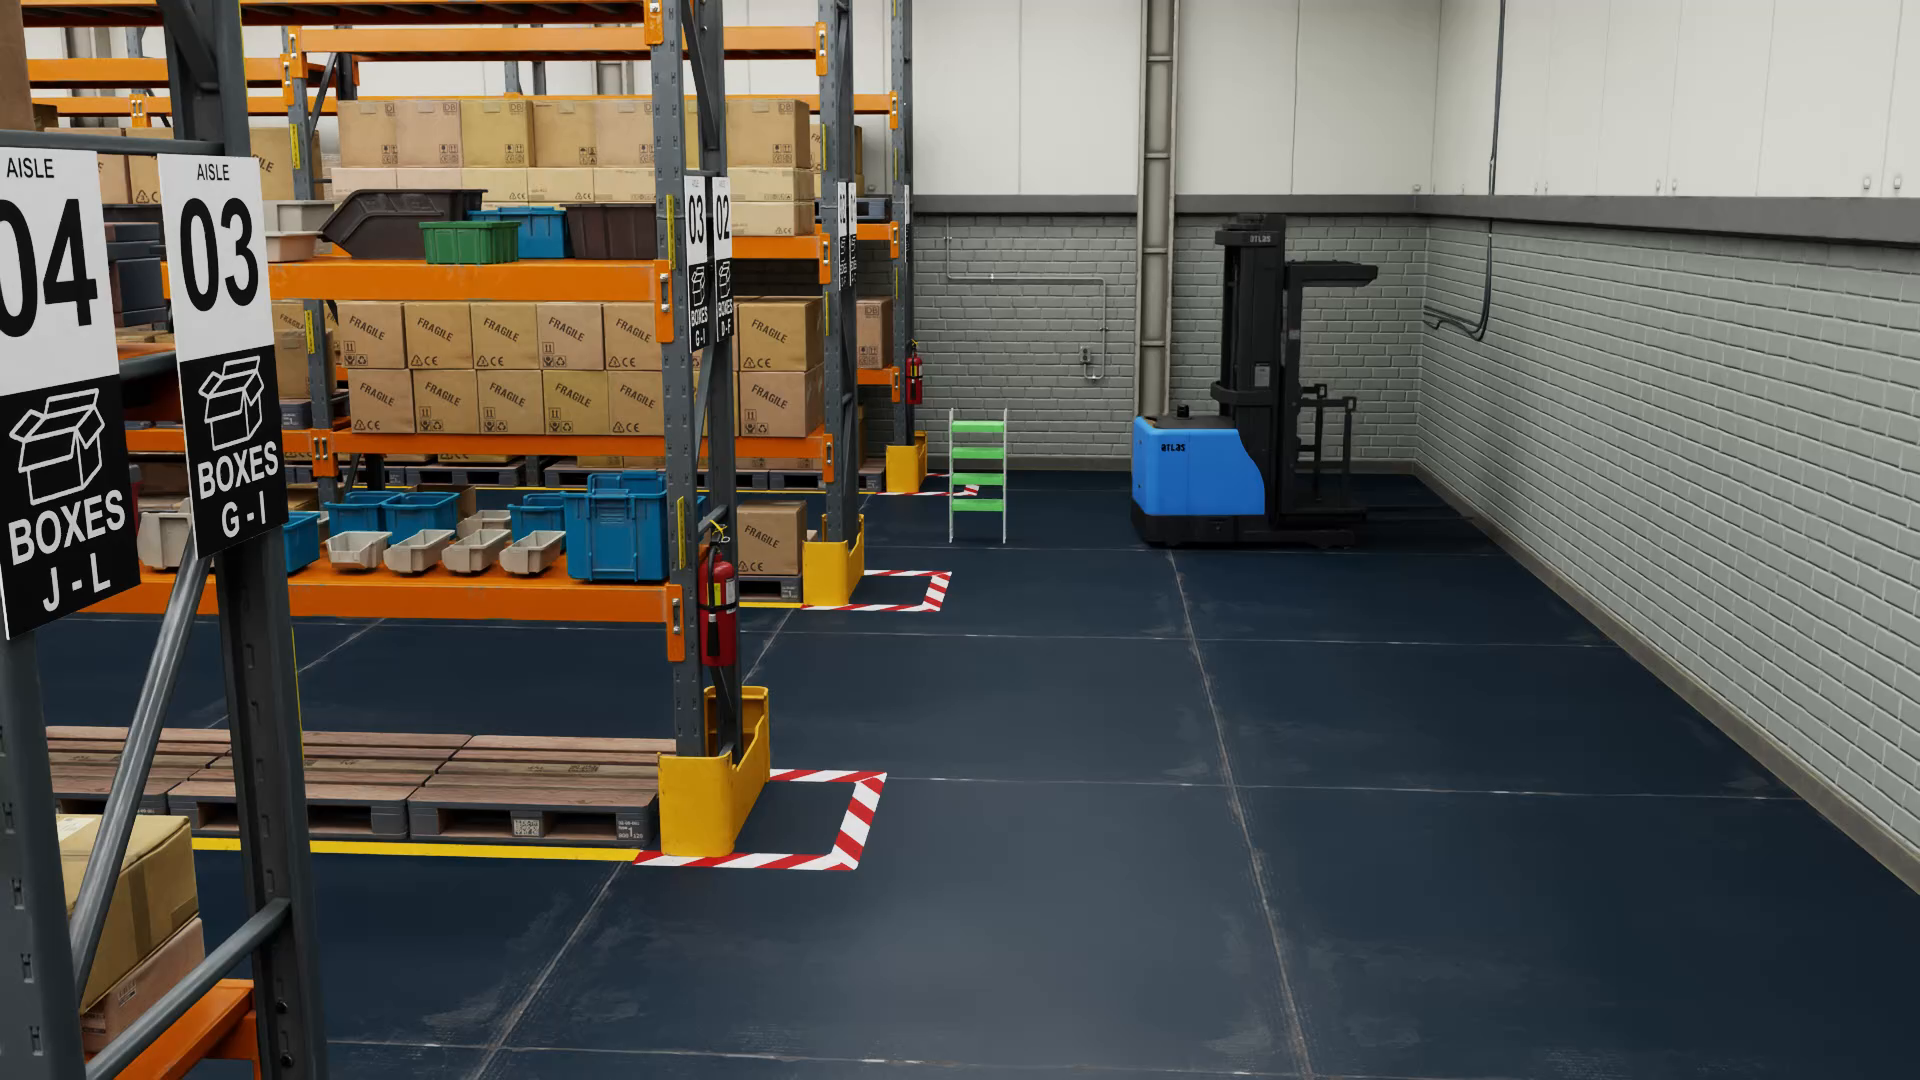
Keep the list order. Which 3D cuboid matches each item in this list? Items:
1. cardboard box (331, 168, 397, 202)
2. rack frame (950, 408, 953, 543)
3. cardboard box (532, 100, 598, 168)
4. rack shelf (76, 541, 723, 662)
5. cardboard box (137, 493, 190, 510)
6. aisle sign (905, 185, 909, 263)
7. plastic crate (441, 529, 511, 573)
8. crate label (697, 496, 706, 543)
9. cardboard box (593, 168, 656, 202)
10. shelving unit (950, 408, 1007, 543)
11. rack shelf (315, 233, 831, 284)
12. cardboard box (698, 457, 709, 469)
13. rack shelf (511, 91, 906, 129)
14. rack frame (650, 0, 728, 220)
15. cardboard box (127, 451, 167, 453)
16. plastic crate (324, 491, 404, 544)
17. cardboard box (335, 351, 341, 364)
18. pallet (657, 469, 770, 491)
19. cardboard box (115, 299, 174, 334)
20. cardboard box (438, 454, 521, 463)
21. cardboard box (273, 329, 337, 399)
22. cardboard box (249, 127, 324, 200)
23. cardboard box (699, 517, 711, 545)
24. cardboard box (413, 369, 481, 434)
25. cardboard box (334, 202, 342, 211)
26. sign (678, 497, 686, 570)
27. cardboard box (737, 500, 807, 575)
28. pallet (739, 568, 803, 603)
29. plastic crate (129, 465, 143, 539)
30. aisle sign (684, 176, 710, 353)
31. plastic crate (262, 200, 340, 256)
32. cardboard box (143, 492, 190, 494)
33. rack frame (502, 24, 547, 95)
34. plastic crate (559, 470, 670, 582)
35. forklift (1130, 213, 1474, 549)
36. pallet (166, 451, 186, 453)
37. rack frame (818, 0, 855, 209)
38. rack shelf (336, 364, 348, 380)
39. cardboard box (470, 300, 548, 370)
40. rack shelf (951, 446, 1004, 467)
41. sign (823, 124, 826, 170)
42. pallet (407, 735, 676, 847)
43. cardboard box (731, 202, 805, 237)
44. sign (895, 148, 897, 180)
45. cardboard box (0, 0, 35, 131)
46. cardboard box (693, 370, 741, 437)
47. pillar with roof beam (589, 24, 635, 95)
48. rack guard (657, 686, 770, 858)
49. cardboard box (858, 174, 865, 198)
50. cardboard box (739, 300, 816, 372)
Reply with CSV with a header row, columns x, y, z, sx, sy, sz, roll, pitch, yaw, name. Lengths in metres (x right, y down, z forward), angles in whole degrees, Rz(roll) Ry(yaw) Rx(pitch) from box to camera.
x,y,z,sx,sy,sz,roll,pitch,yaw,name
-4.452,-2.713,12.713,0.500,0.250,0.500,1,12,4,cardboard box
-0.078,-0.588,15.132,0.015,1.200,0.240,1,12,4,rack frame
-2.935,-3.121,12.834,0.500,0.500,0.700,1,12,4,cardboard box
-3.260,0.260,8.436,4.000,0.370,1.077,1,12,4,rack shelf
-6.425,-0.086,13.368,0.500,0.500,0.500,1,12,4,cardboard box
-0.550,-3.298,17.343,0.004,0.787,0.394,1,12,4,aisle sign
-2.378,0.054,8.162,0.243,0.136,0.396,1,12,4,plastic crate
-1.488,-0.082,8.580,0.303,0.233,0.416,1,12,4,crate label
-2.456,-2.685,12.579,0.500,0.250,0.500,1,12,4,cardboard box
0.165,-0.585,15.116,0.503,1.200,0.258,1,12,4,shelving unit
-2.925,-2.220,12.966,4.000,0.370,1.077,1,12,4,rack shelf
-2.841,-1.079,18.161,0.500,0.500,0.700,1,12,5,cardboard box
-2.598,-4.504,17.538,4.000,0.370,1.077,1,12,4,rack shelf
-1.264,-3.001,7.617,0.127,3.000,1.000,1,12,4,rack frame
-9.306,-1.189,18.637,0.500,0.500,0.700,1,12,5,cardboard box
-3.102,-0.105,8.686,0.300,0.233,0.416,1,12,4,plastic crate
-6.740,-2.014,18.116,0.250,0.149,0.380,1,12,4,cardboard box
-2.619,-0.736,18.251,1.213,0.211,1.003,1,12,4,pallet
-9.054,-2.466,18.396,0.500,0.500,0.700,-1,12,-3,cardboard box
-5.250,-1.279,18.261,0.750,0.750,0.750,1,12,4,cardboard box
-5.378,-1.438,13.527,0.500,0.500,0.700,-3,12,-15,cardboard box
-5.418,-2.925,13.065,0.600,0.600,0.600,0,12,-2,cardboard box
-1.952,-0.018,13.651,0.500,0.250,0.500,1,12,4,cardboard box
-3.919,-1.111,12.990,0.500,0.500,0.500,1,12,5,cardboard box
-4.452,-2.469,12.765,0.500,0.250,0.500,1,12,4,cardboard box
-1.285,-0.032,7.677,0.005,0.325,0.100,1,12,4,sign
-1.488,-0.025,13.075,0.500,0.500,0.500,1,12,4,cardboard box
-1.801,0.277,13.411,1.213,0.211,1.003,1,12,4,pallet
-4.381,-0.116,8.177,0.583,0.464,0.402,1,12,4,plastic crate
-1.212,-1.276,7.675,0.004,0.787,0.394,1,12,4,aisle sign
-3.455,-1.568,8.383,0.530,0.282,0.437,1,12,4,plastic crate
-6.418,-0.193,13.875,0.500,0.500,0.500,1,12,4,cardboard box
-4.593,-5.079,17.554,0.127,3.000,1.000,1,12,4,rack frame
-1.611,-0.077,8.061,0.499,0.435,0.616,1,12,4,plastic crate
3.144,-1.465,15.096,3.031,2.935,1.130,0,12,-2,forklift
-9.364,-0.844,18.768,1.213,0.211,1.003,1,12,4,pallet
-0.929,-4.013,12.455,0.127,3.000,1.000,1,12,4,rack frame
-6.589,-1.818,18.373,4.000,0.370,1.077,1,12,4,rack shelf
-3.441,-1.591,12.845,0.500,0.500,0.500,0,12,2,cardboard box
0.165,-0.757,15.080,0.480,0.148,0.258,1,12,4,rack shelf
-0.986,-2.865,12.130,0.005,0.325,0.100,1,12,4,sign
-2.084,1.281,8.609,1.213,0.211,1.003,1,12,4,pallet
-1.460,-2.424,12.553,0.500,0.250,0.500,1,12,4,cardboard box
-0.652,-3.840,16.988,0.005,0.325,0.100,1,12,4,sign
-2.117,-0.820,3.005,0.500,0.500,0.700,0,12,0,cardboard box
-1.912,-1.082,12.853,0.500,0.500,0.500,1,12,4,cardboard box
-4.125,-4.367,14.149,0.400,9.000,9.100,1,12,4,pillar with roof beam
-1.239,1.157,8.499,0.348,0.500,1.175,1,12,4,rack guard
-1.314,-3.798,17.849,0.500,0.250,0.500,1,12,7,cardboard box
-1.392,-1.564,12.717,0.500,0.500,0.500,1,12,3,cardboard box
